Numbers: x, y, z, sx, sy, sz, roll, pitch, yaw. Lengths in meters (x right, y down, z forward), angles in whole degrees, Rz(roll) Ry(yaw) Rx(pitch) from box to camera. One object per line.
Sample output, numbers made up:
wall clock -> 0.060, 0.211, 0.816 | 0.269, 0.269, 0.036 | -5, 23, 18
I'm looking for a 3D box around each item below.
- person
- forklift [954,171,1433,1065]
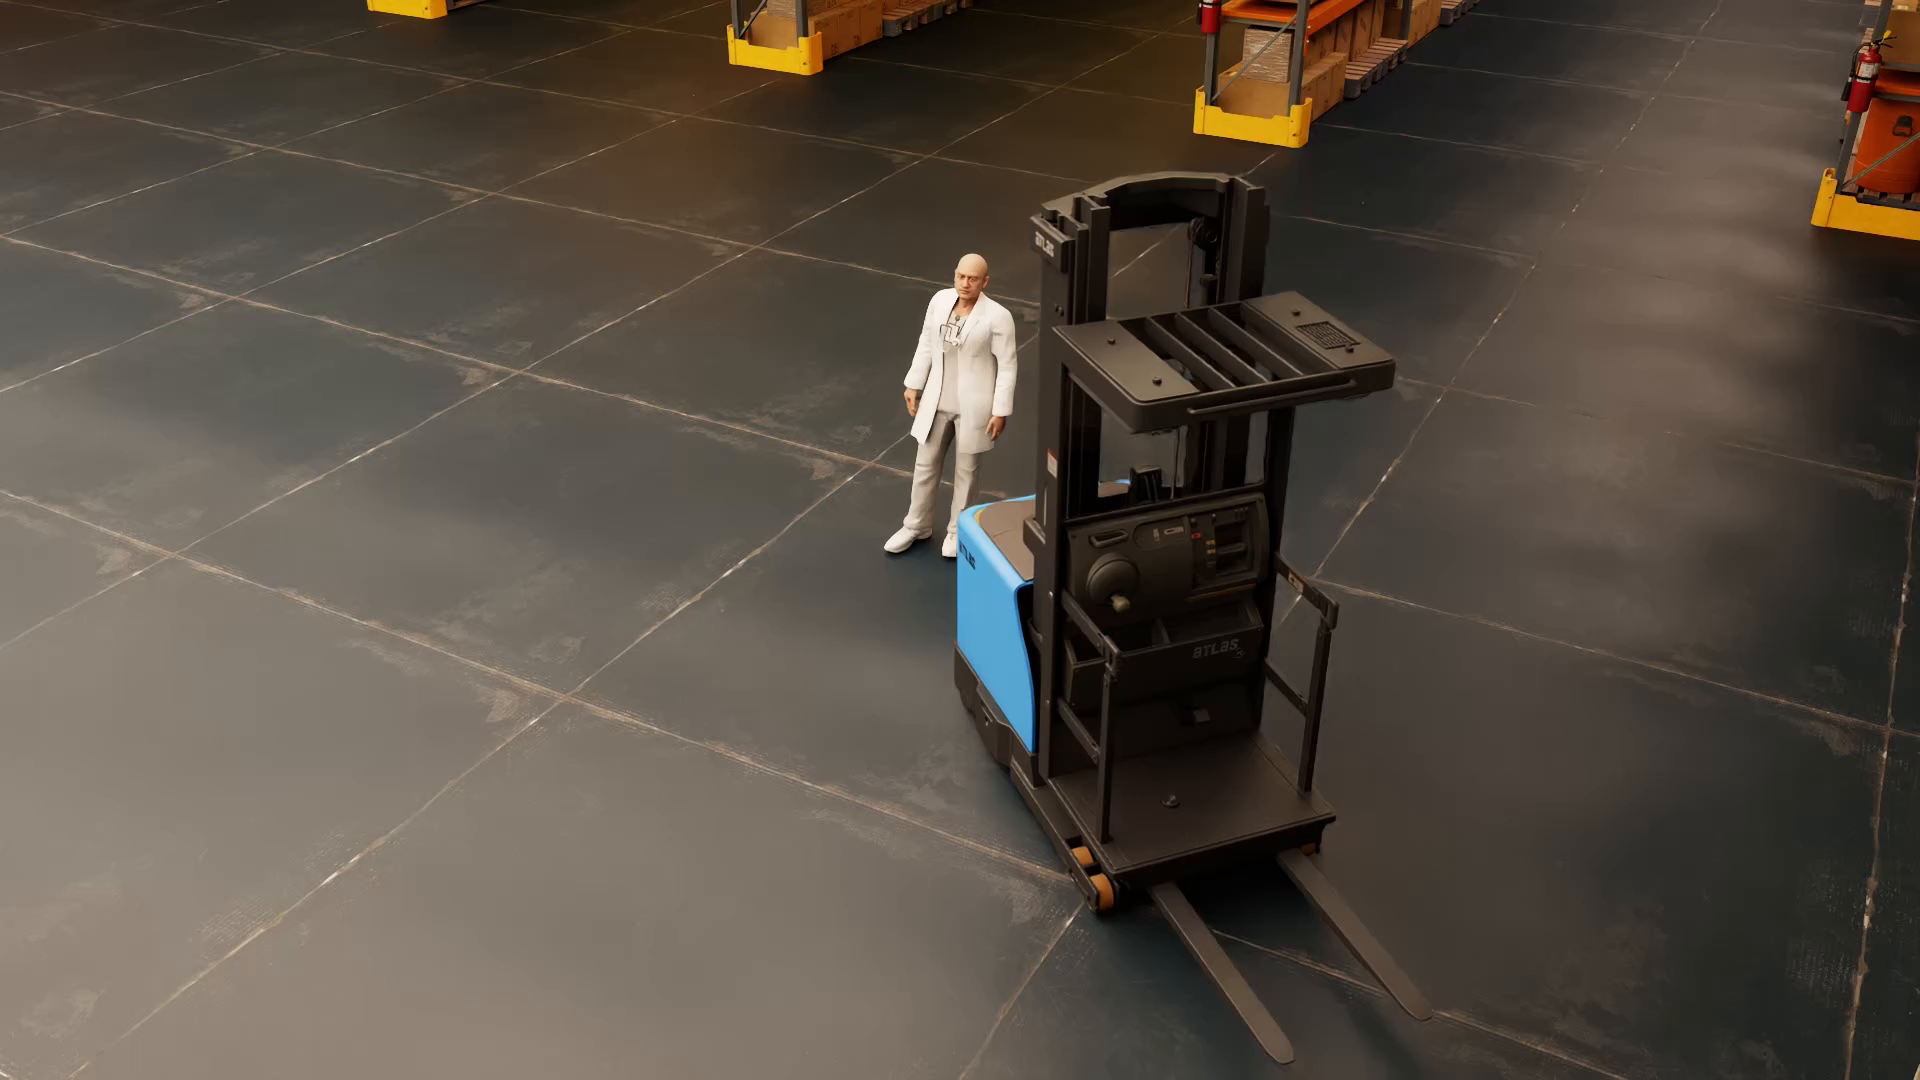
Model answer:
person -> -0.047, -0.737, 9.487 | 0.698, 1.779, 0.577 | 15, 33, 25
forklift -> 0.969, 0.107, 6.885 | 1.130, 2.935, 3.031 | -11, 32, -18
